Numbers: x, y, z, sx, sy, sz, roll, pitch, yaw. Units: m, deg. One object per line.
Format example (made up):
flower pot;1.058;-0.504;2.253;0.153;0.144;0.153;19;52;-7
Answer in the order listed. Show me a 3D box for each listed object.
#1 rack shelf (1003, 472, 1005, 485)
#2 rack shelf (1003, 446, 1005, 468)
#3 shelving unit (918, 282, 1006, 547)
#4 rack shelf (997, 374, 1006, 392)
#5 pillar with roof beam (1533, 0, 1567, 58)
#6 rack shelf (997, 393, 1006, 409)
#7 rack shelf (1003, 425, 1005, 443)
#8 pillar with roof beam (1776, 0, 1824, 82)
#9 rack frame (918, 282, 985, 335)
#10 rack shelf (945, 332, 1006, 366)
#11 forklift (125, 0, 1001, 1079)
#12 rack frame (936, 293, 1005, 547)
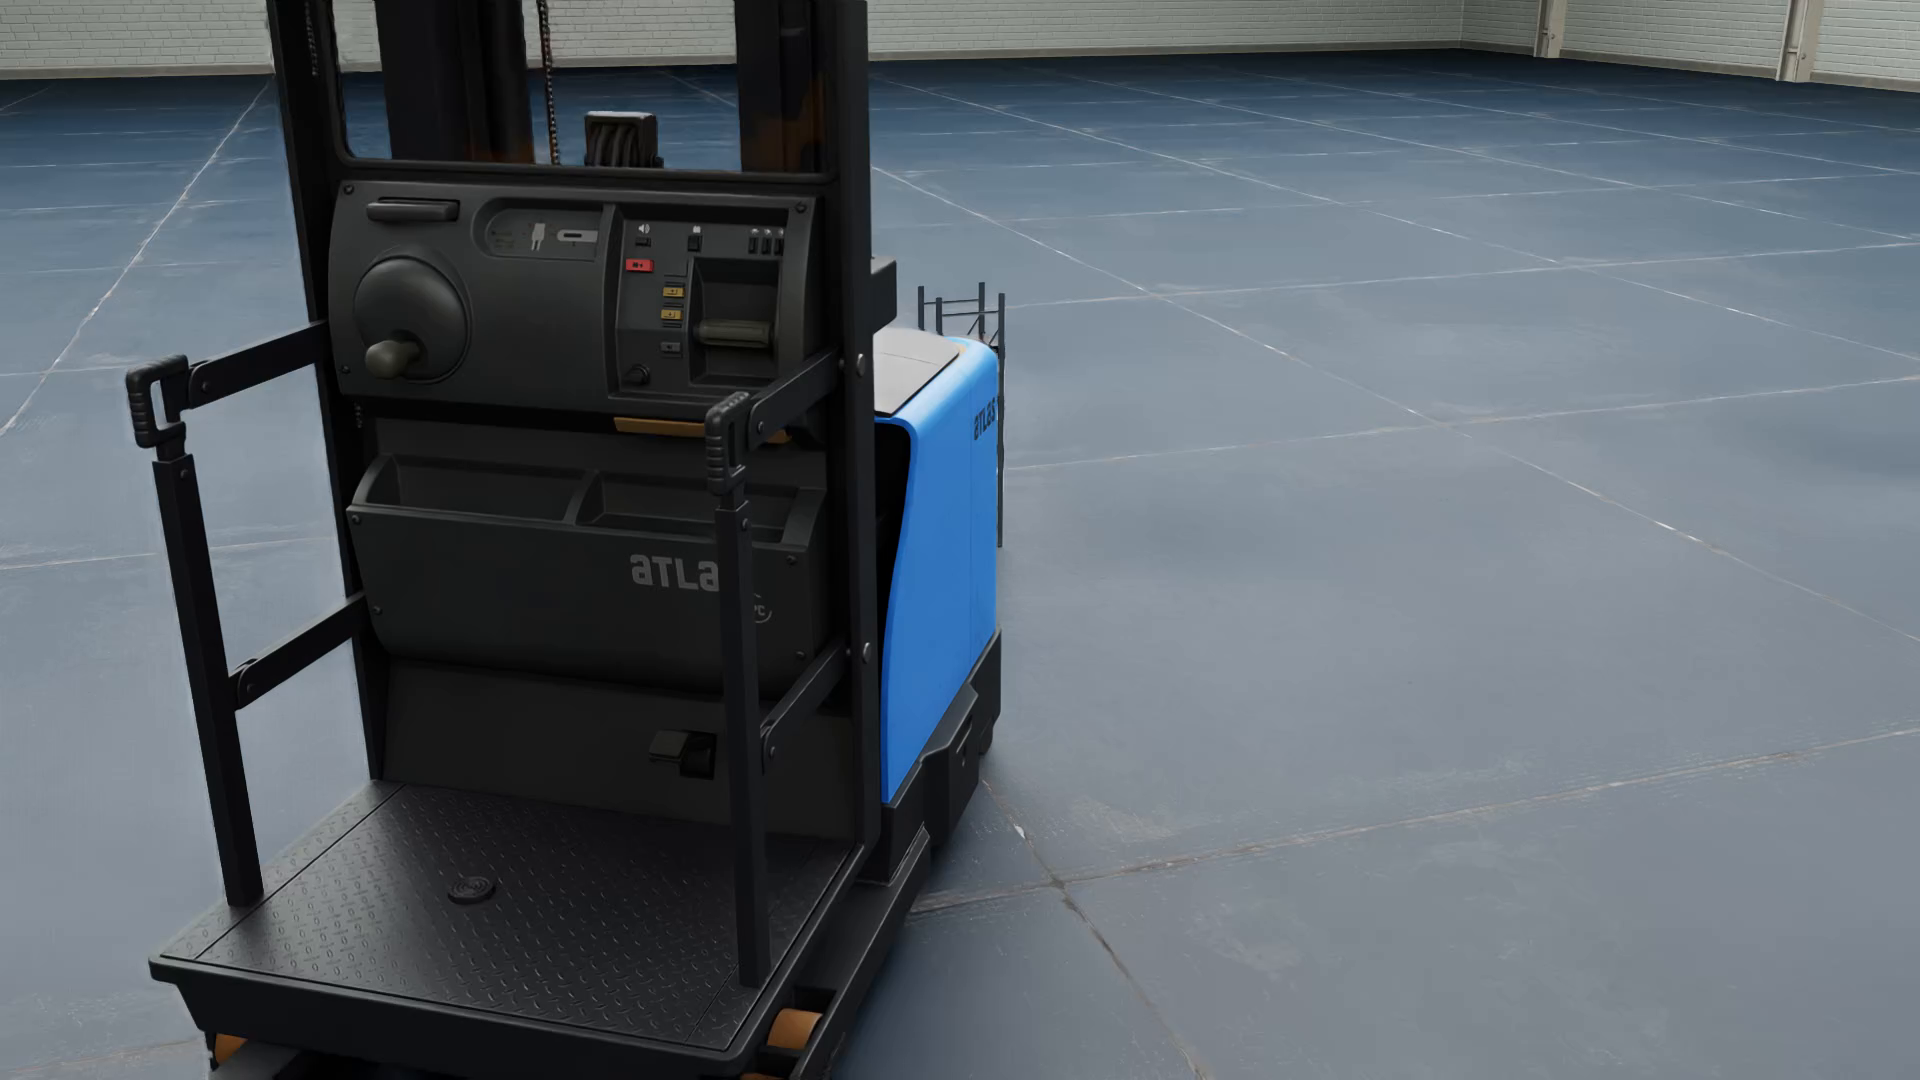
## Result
rack shelf;0.003;-0.220;5.829;0.258;0.077;0.200;-6;21;-17
rack shelf;0.003;-0.305;5.799;0.258;0.077;0.200;-6;21;-17
shelving unit;0.003;-0.421;5.757;0.258;0.900;0.210;-6;21;-17
rack shelf;0.003;-0.559;5.708;0.258;0.077;0.200;-6;21;-17
pillar with roof beam;6.806;-12.741;28.076;9.100;9.000;0.400;-6;21;-17
rack shelf;0.003;-0.474;5.738;0.258;0.077;0.200;-6;21;-17
rack shelf;0.003;-0.390;5.768;0.258;0.077;0.200;-6;21;-17
pillar with roof beam;8.692;-10.815;22.715;9.100;9.000;0.400;-6;21;-17
rack frame;-0.029;-0.454;5.848;0.240;0.900;0.006;-6;21;-17
rack shelf;0.003;-0.644;5.677;0.258;0.077;0.200;-6;21;-17
forklift;-0.757;-0.431;2.781;1.130;2.935;3.031;5;20;14
rack frame;0.034;-0.388;5.666;0.240;0.900;0.006;-6;21;-17
